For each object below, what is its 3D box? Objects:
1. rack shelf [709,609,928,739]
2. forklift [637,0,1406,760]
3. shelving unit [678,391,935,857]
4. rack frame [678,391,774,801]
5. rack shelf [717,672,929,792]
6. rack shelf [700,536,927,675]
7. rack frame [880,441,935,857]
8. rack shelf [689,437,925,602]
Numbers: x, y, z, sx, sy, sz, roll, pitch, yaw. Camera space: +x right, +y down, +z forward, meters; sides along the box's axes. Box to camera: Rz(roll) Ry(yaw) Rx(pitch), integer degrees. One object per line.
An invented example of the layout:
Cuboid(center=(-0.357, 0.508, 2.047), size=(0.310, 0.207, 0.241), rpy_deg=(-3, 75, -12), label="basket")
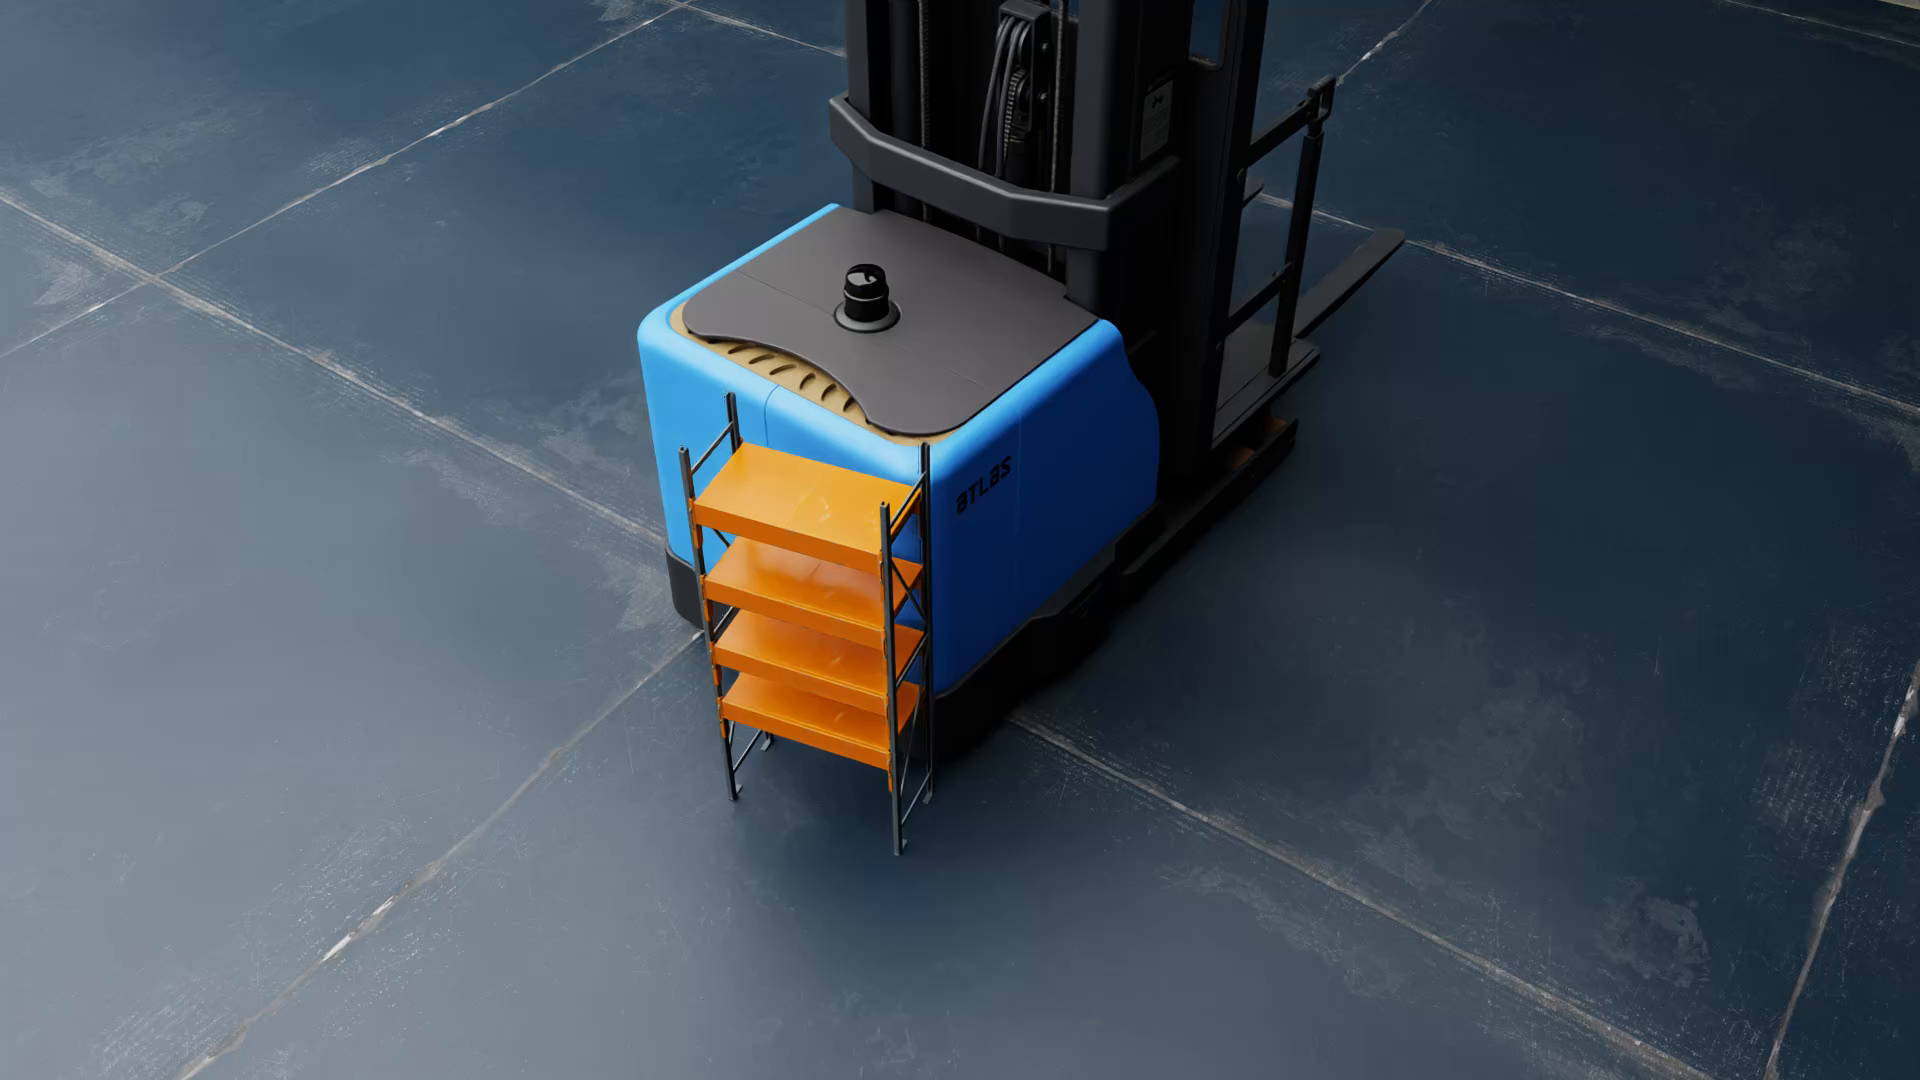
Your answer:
Cuboid(center=(-0.345, 0.290, 4.127), size=(0.480, 0.148, 0.258), rpy_deg=(15, 44, 16), label="rack shelf")
Cuboid(center=(0.460, -1.424, 4.643), size=(1.130, 2.935, 3.031), rpy_deg=(28, 49, 28), label="forklift")
Cuboid(center=(-0.345, 0.240, 4.082), size=(0.503, 1.200, 0.258), rpy_deg=(15, 44, 16), label="shelving unit")
Cuboid(center=(-0.570, 0.178, 4.151), size=(0.015, 1.200, 0.240), rpy_deg=(15, 44, 16), label="rack frame")
Cuboid(center=(-0.345, 0.438, 4.259), size=(0.480, 0.148, 0.258), rpy_deg=(15, 44, 16), label="rack shelf")
Cuboid(center=(-0.345, 0.124, 3.977), size=(0.480, 0.148, 0.258), rpy_deg=(15, 44, 16), label="rack shelf")
Cuboid(center=(-0.119, 0.302, 4.013), size=(0.015, 1.200, 0.240), rpy_deg=(15, 44, 16), label="rack frame")
Cuboid(center=(-0.345, -0.053, 3.820), size=(0.480, 0.148, 0.258), rpy_deg=(15, 44, 16), label="rack shelf")
